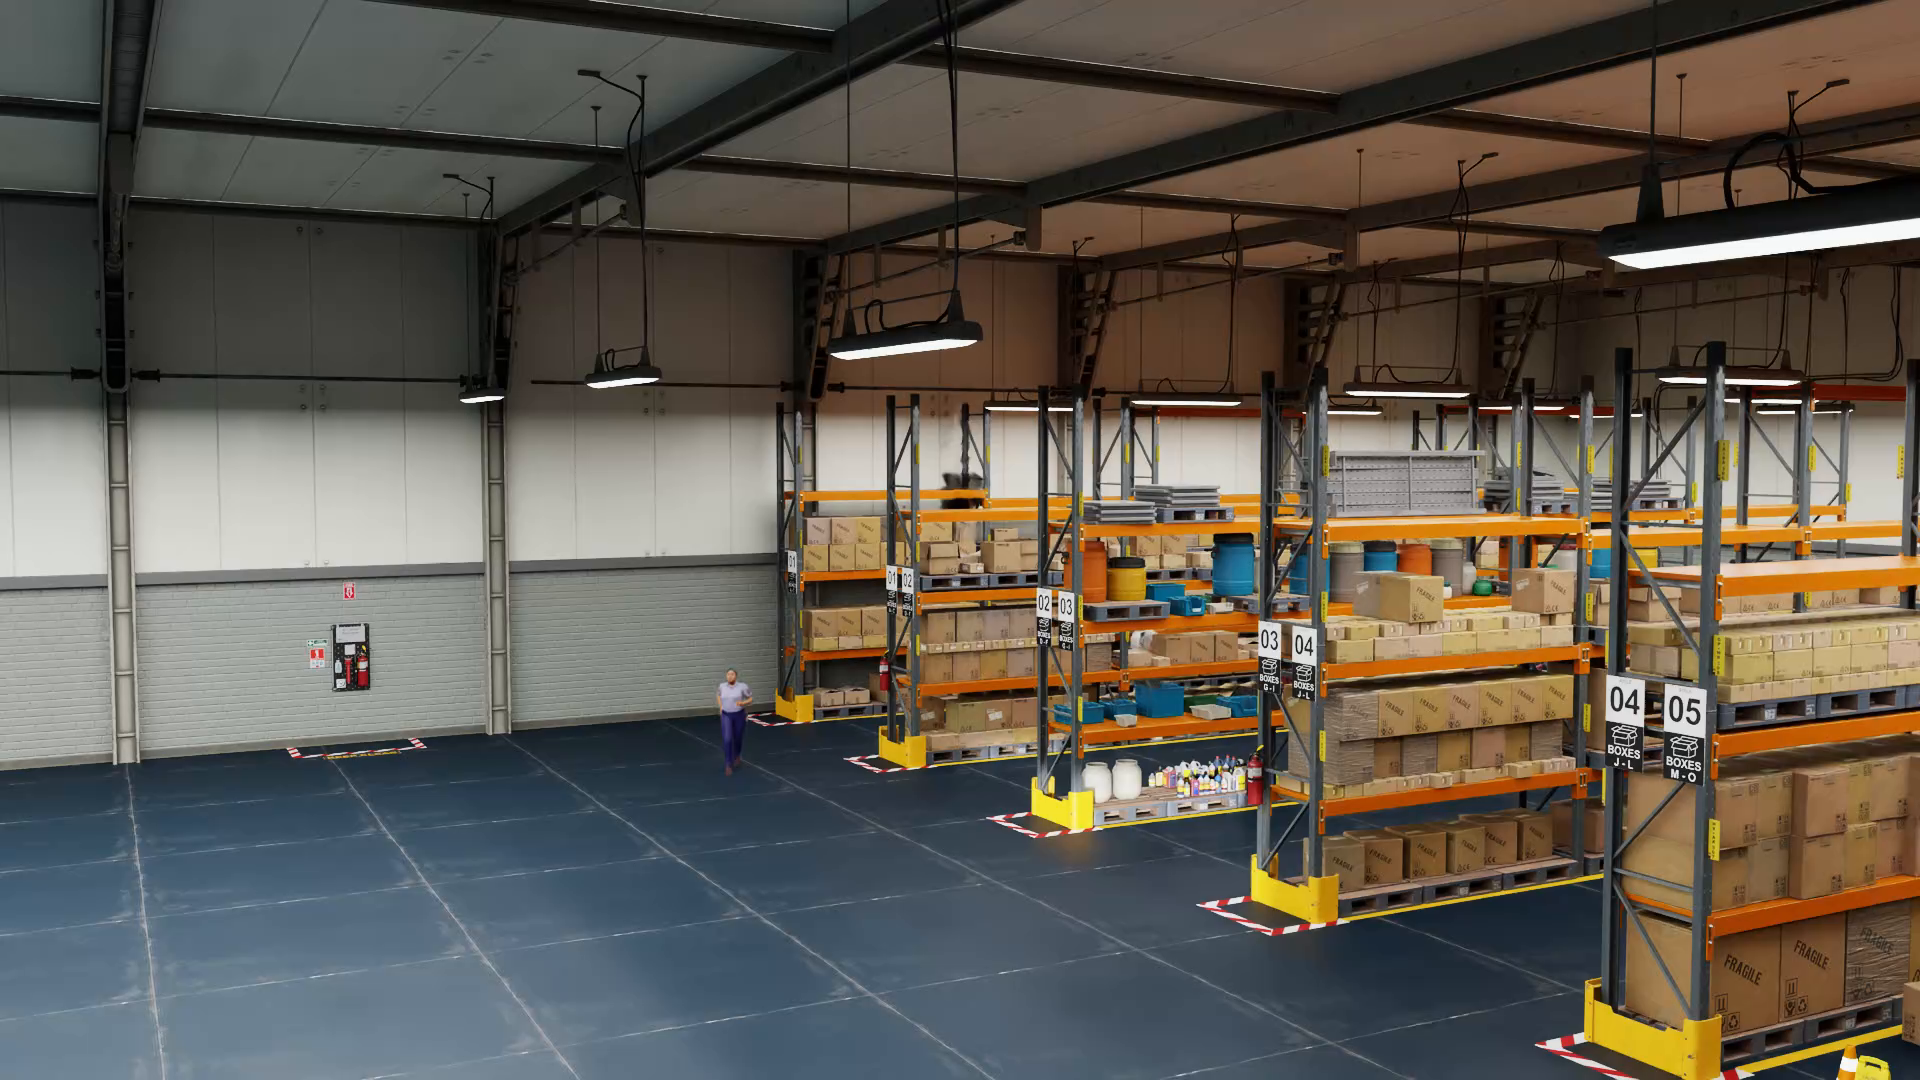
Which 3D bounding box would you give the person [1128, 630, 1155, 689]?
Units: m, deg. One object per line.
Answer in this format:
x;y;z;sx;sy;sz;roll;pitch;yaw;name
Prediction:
3.452;2.276;32.017;0.535;1.662;0.599;-3;4;-38;person

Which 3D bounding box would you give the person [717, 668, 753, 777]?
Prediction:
-3.573;2.855;26.385;0.589;1.677;0.870;0;3;-5;person
